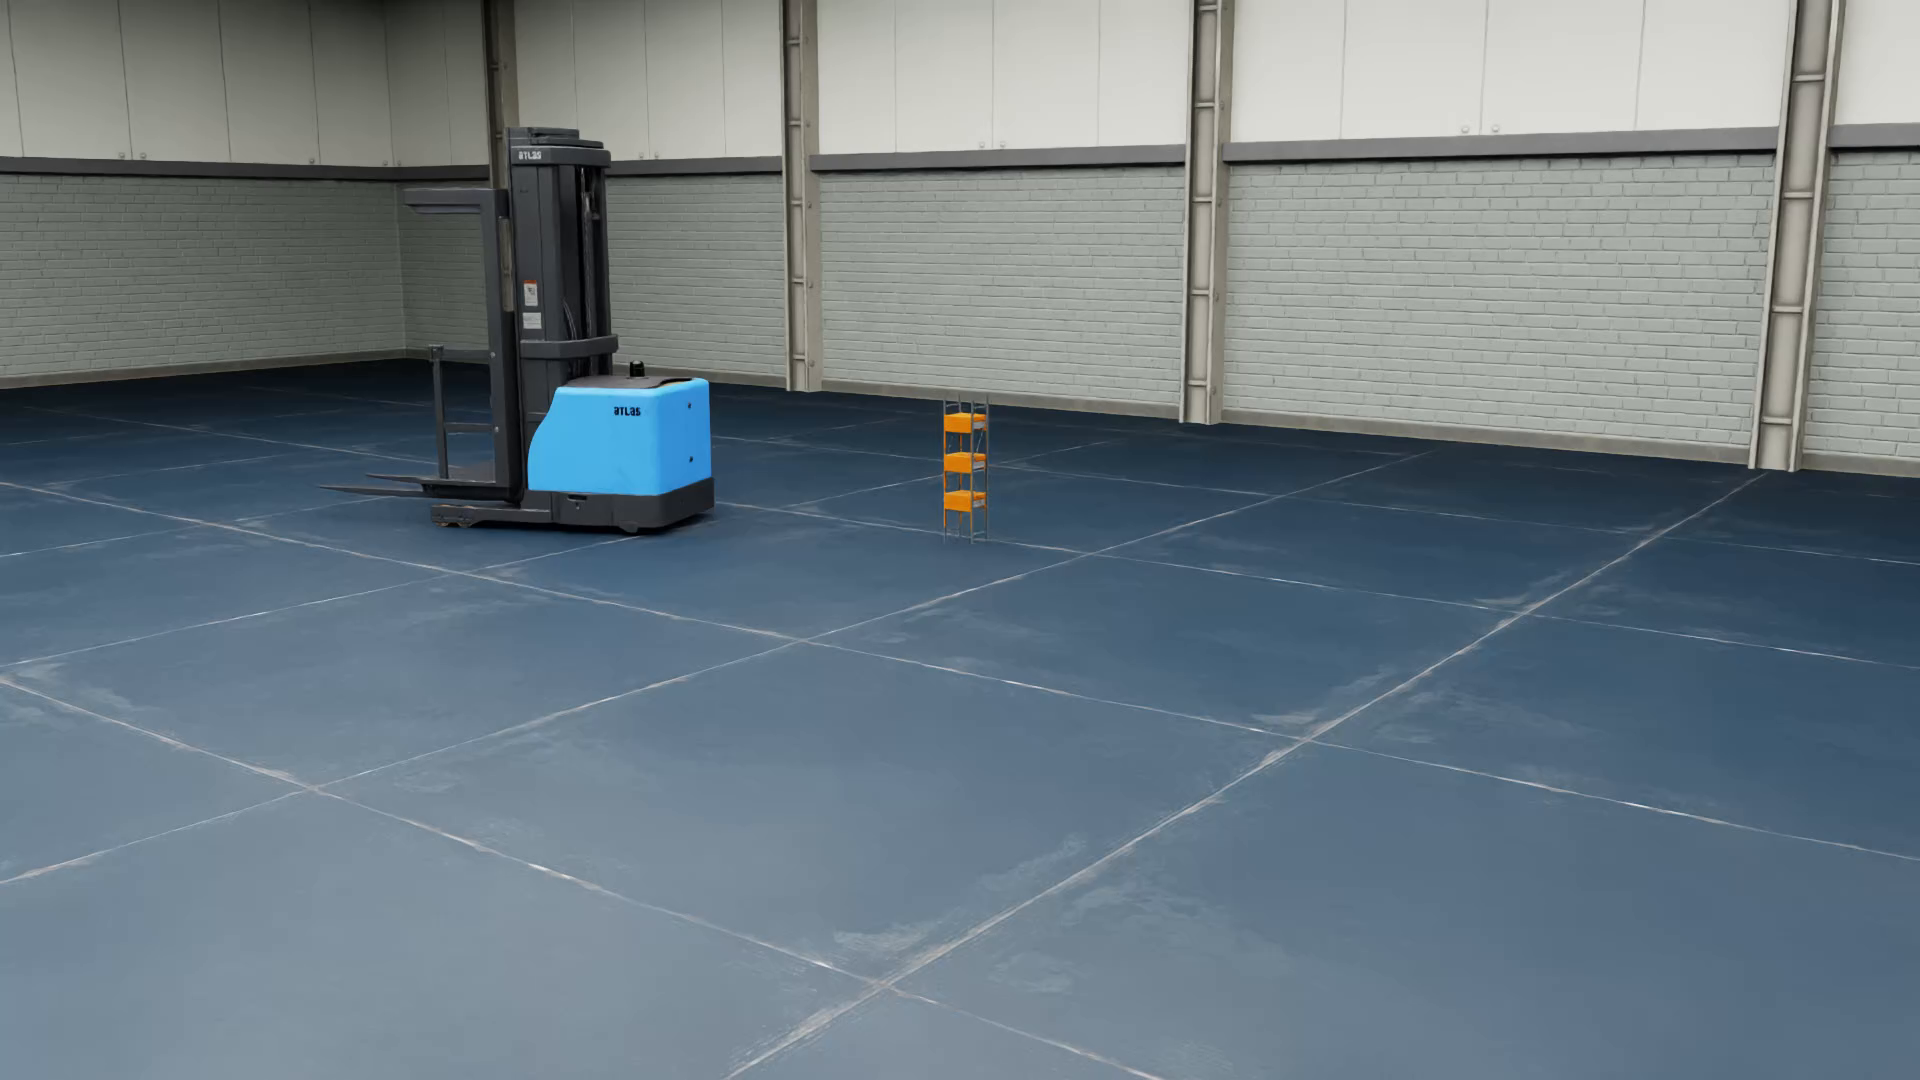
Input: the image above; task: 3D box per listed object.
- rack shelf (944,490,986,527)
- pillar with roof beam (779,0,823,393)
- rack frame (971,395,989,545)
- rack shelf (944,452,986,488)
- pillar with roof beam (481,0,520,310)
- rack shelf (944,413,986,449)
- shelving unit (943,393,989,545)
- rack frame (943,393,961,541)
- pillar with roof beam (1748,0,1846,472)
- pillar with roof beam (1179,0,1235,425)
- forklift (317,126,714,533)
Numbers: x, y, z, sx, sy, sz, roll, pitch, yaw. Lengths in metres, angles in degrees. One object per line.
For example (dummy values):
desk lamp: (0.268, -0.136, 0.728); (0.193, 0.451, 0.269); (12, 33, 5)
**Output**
rack shelf: (0.043, -0.226, 11.954); (0.240, 0.259, 0.215); (8, 13, 36)
pillar with roof beam: (-4.642, -5.775, 18.186); (0.400, 9.000, 9.100); (8, 13, 36)
rack frame: (0.141, -0.496, 11.828); (0.008, 1.050, 0.200); (8, 13, 36)
rack shelf: (0.043, -0.499, 11.901); (0.240, 0.259, 0.215); (8, 13, 36)
pillar with roof beam: (-9.478, -6.449, 21.673); (0.400, 9.000, 9.100); (8, 13, 36)
rack shelf: (0.043, -0.778, 11.847); (0.240, 0.259, 0.215); (8, 13, 36)
shelving unit: (0.043, -0.509, 11.899); (0.252, 1.050, 0.215); (8, 13, 36)
rack frame: (-0.055, -0.523, 11.970); (0.008, 1.050, 0.200); (8, 13, 36)
pillar with roof beam: (5.030, -4.425, 11.213); (0.400, 9.000, 9.100); (8, 13, 36)
pillar with roof beam: (0.194, -5.100, 14.700); (0.400, 9.000, 9.100); (8, 13, 36)
forklift: (-3.497, -1.625, 12.710); (3.031, 2.935, 1.130); (3, 11, 15)
